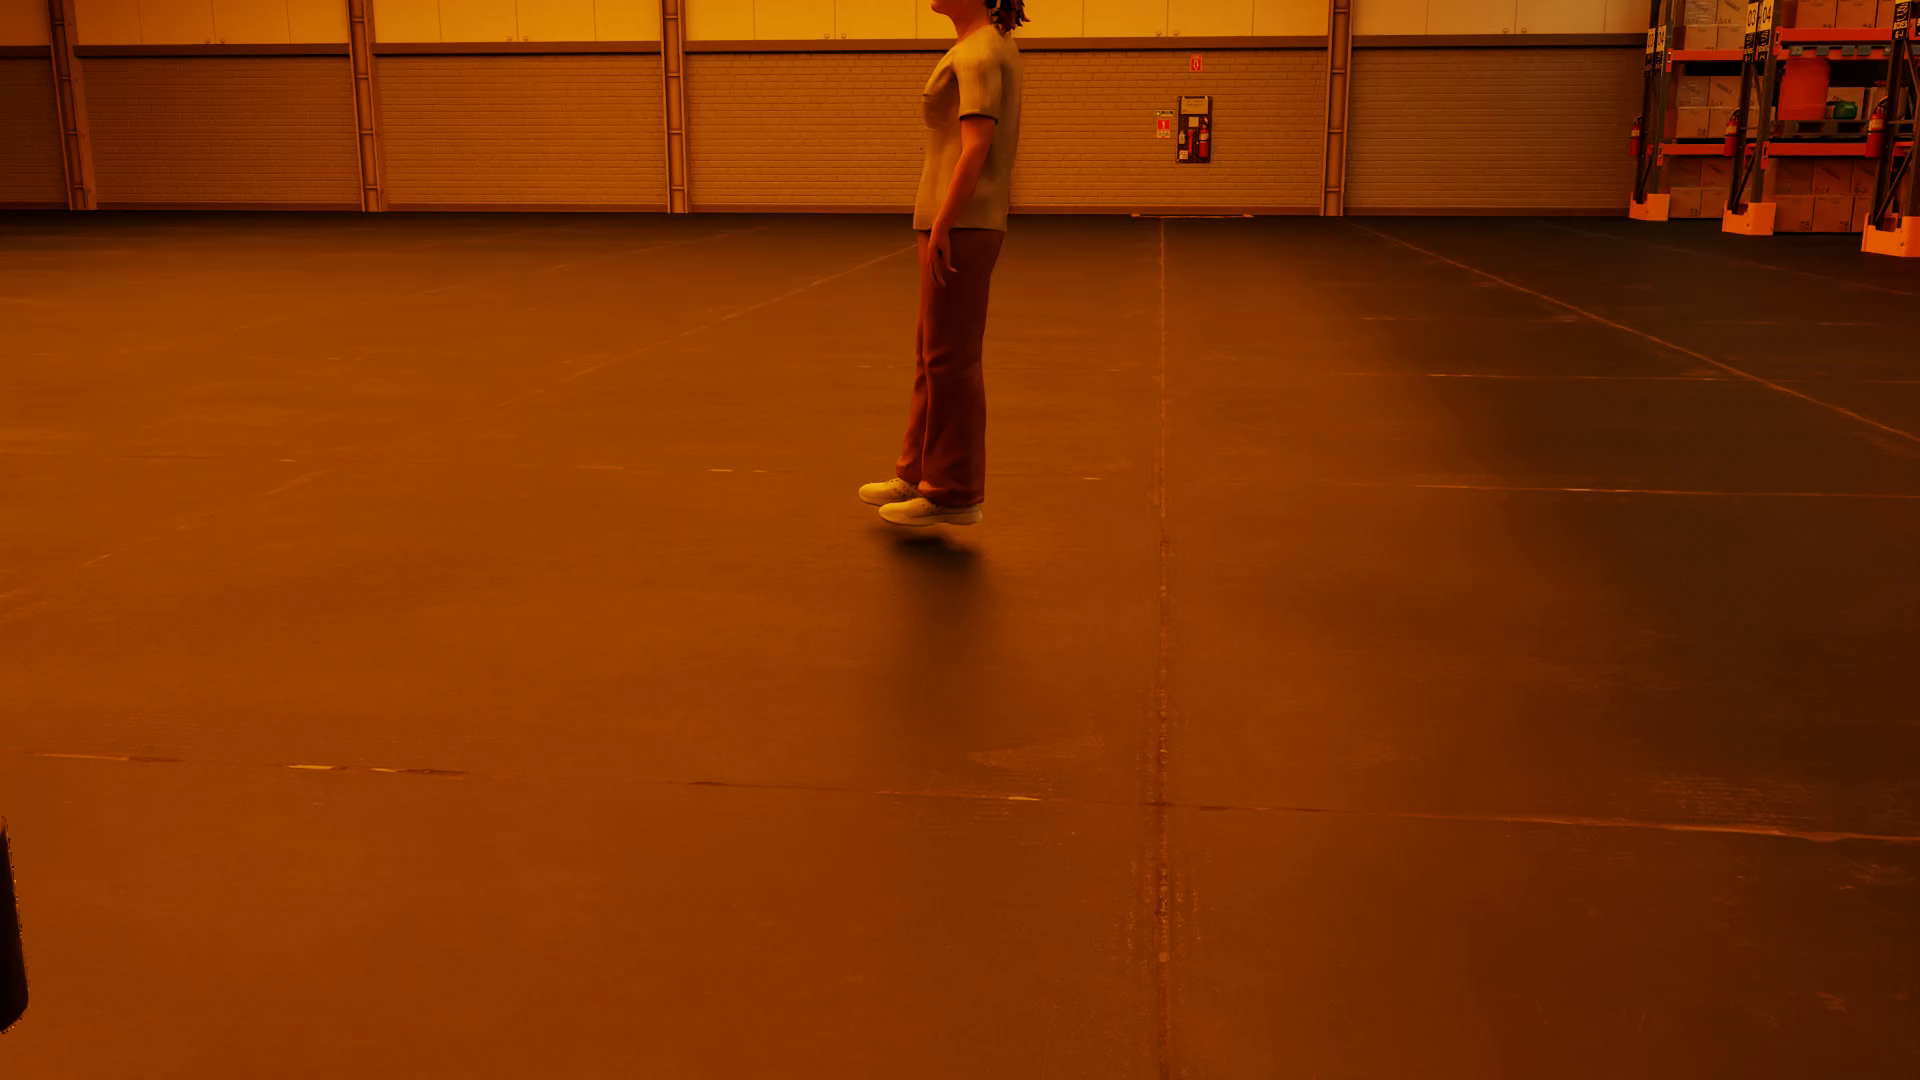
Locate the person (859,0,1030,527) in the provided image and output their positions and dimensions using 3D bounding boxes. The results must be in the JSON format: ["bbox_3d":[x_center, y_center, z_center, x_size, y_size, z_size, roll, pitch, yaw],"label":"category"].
[{"bbox_3d":[-0.071,-0.866,4.764,0.548,1.675,0.554,2,13,7],"label":"person"}]

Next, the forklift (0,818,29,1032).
[{"bbox_3d":[-2.377,-0.535,0.801,1.130,2.935,3.031,8,15,31],"label":"forklift"}]
